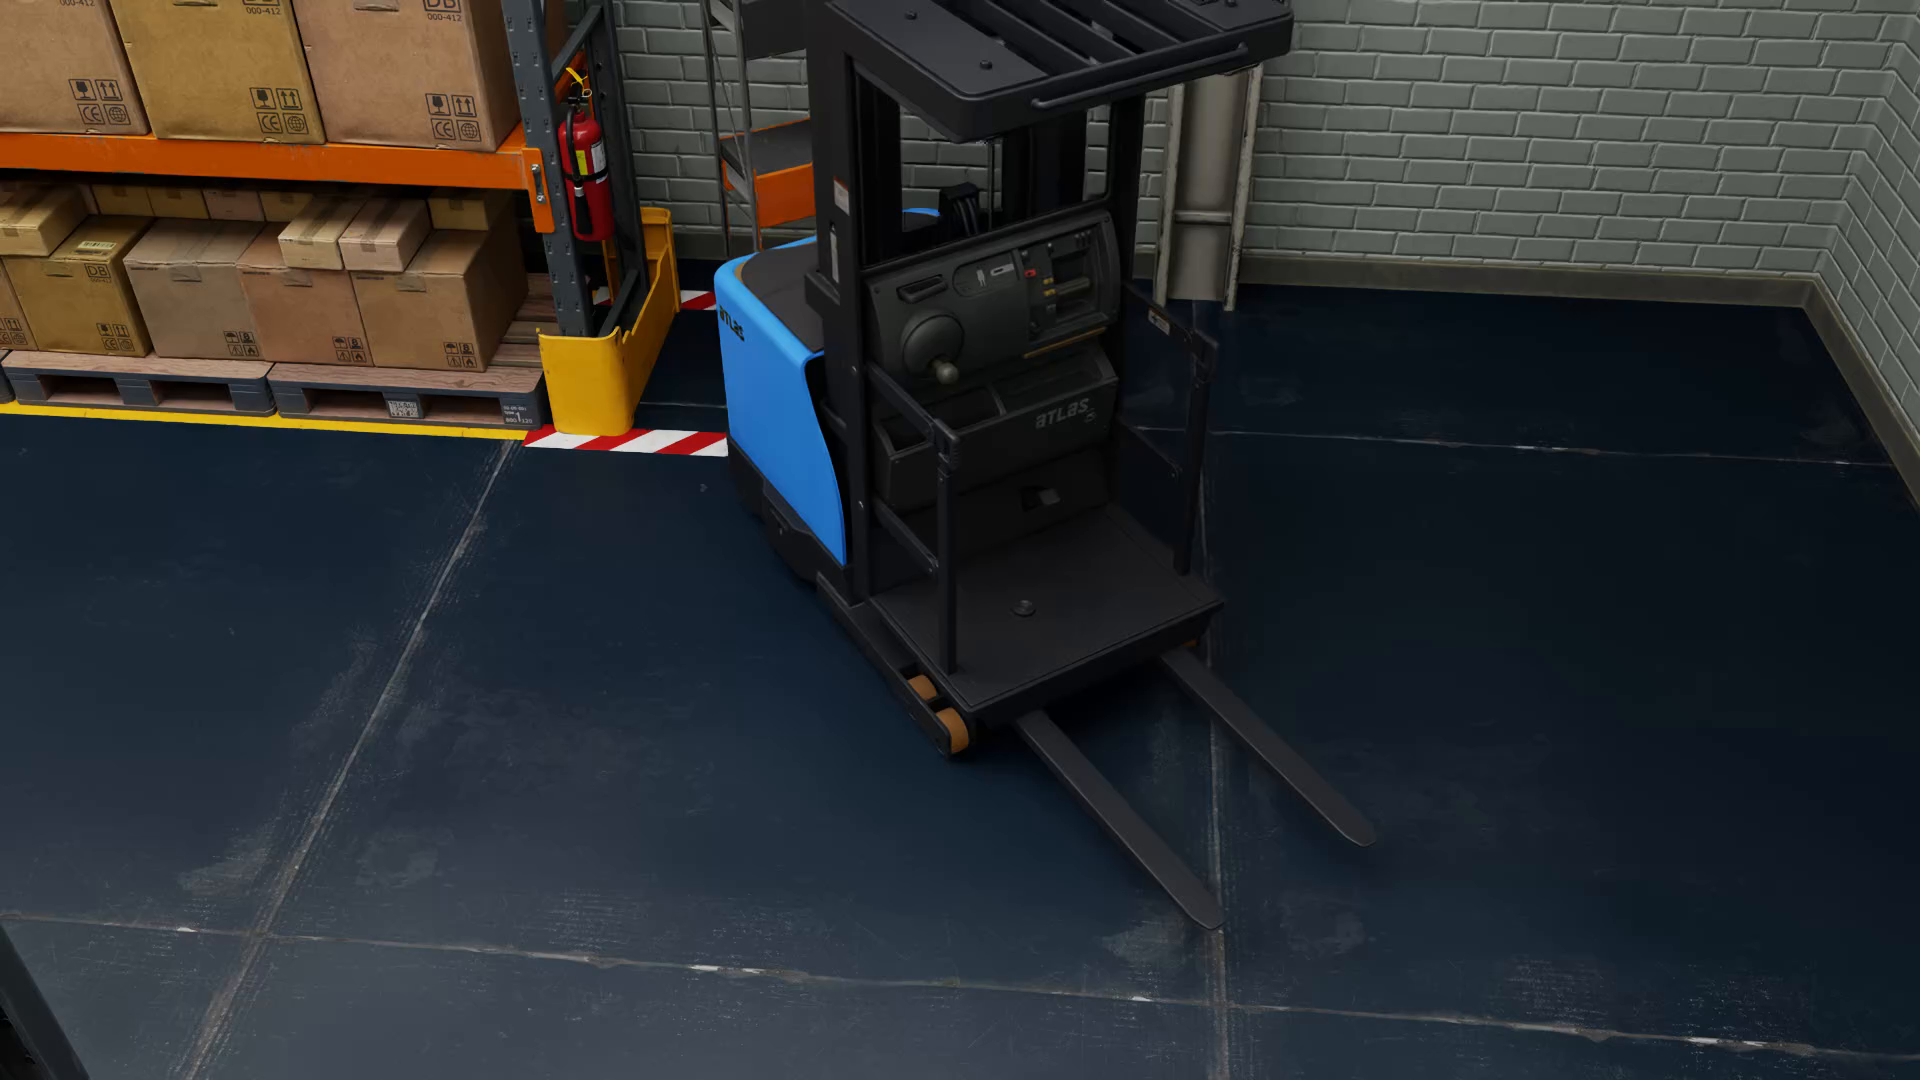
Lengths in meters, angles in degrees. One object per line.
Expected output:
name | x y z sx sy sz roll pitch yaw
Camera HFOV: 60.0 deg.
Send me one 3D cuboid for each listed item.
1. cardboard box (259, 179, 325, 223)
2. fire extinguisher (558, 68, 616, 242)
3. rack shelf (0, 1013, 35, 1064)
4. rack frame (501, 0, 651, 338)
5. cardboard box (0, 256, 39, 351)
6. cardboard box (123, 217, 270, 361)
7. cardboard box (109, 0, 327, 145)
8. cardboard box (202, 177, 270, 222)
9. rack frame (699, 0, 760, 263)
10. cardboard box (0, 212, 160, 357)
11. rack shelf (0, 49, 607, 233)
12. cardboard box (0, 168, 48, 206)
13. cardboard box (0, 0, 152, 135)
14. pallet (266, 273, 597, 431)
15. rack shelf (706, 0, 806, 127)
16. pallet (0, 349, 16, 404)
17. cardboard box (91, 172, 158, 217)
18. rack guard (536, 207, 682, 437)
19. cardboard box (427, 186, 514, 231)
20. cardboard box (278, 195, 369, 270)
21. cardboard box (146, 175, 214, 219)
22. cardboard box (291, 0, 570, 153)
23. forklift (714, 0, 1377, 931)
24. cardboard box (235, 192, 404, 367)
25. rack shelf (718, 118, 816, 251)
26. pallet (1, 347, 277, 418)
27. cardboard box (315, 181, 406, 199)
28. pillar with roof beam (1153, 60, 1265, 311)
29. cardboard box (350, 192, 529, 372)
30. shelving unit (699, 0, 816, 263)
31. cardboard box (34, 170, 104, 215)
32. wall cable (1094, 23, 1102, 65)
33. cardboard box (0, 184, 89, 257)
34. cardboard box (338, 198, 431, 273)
cardboard box | -2.924 -1.574 7.441 0.250 0.149 0.380 3 39 4
fire extinguisher | -1.495 -1.520 6.598 0.183 0.674 0.296 3 39 4
rack shelf | -4.022 1.292 3.356 4.000 0.370 1.077 3 39 4
rack frame | -1.605 -1.993 6.823 0.127 3.000 1.000 3 39 4
cardboard box | -4.354 -1.270 7.582 0.500 0.500 0.700 3 39 3
cardboard box | -3.311 -1.216 7.515 0.500 0.500 0.700 2 39 2
cardboard box | -2.840 -2.164 6.795 0.700 0.700 0.980 3 39 3
cardboard box | -3.177 -1.587 7.457 0.250 0.149 0.380 4 39 4
rack frame | -0.902 -1.356 6.752 0.015 2.100 0.400 -19 43 -22
cardboard box | -3.843 -1.241 7.546 0.500 0.500 0.700 4 39 5
rack shelf | -3.598 -1.823 7.184 4.000 0.370 1.077 3 39 4
cardboard box | -4.194 -1.642 7.525 0.250 0.149 0.380 2 39 2
cardboard box | -3.599 -2.211 6.853 0.700 0.700 0.980 1 39 2
pallet | -2.409 -0.906 7.696 1.213 0.211 1.003 3 39 4
rack shelf | -0.687 -1.961 6.408 0.480 0.518 0.431 -19 43 -22
pallet | -4.840 -1.039 7.859 1.213 0.211 1.003 3 39 4
cardboard box | -3.685 -1.615 7.491 0.250 0.149 0.380 2 39 3
rack guard | -1.582 -1.023 7.610 0.348 0.500 1.175 3 39 4
cardboard box | -2.170 -1.533 7.390 0.250 0.149 0.380 3 39 4
cardboard box | -2.710 -1.319 7.128 0.250 0.149 0.380 4 39 5
cardboard box | -3.433 -1.600 7.474 0.250 0.149 0.380 4 39 4
cardboard box | -2.114 -2.131 6.755 0.700 0.700 0.980 5 39 6
forklift | 0.241 -0.723 5.316 1.130 2.935 3.031 -21 44 -24
cardboard box | -2.810 -1.189 7.482 0.500 0.500 0.700 3 39 4
rack shelf | -0.687 -1.418 6.850 0.480 0.518 0.431 -19 43 -22
pallet | -3.621 -0.974 7.780 1.213 0.211 1.003 3 39 4
cardboard box | -2.674 -1.560 7.424 0.250 0.149 0.380 3 39 4
pillar with roof beam | 0.788 -2.009 2.090 0.400 9.000 9.100 3 39 4
cardboard box | -2.311 -1.162 7.449 0.500 0.500 0.700 3 39 4
shelving unit | -0.687 -1.428 6.842 0.503 2.100 0.431 -19 43 -22
cardboard box | -3.942 -1.628 7.508 0.250 0.149 0.380 4 39 4
wall cable | -0.248 -2.913 7.147 1.851 1.984 0.084 3 39 4
cardboard box | -4.009 -1.389 7.214 0.250 0.149 0.380 2 39 3
cardboard box | -2.455 -1.306 7.112 0.250 0.149 0.380 3 39 3
